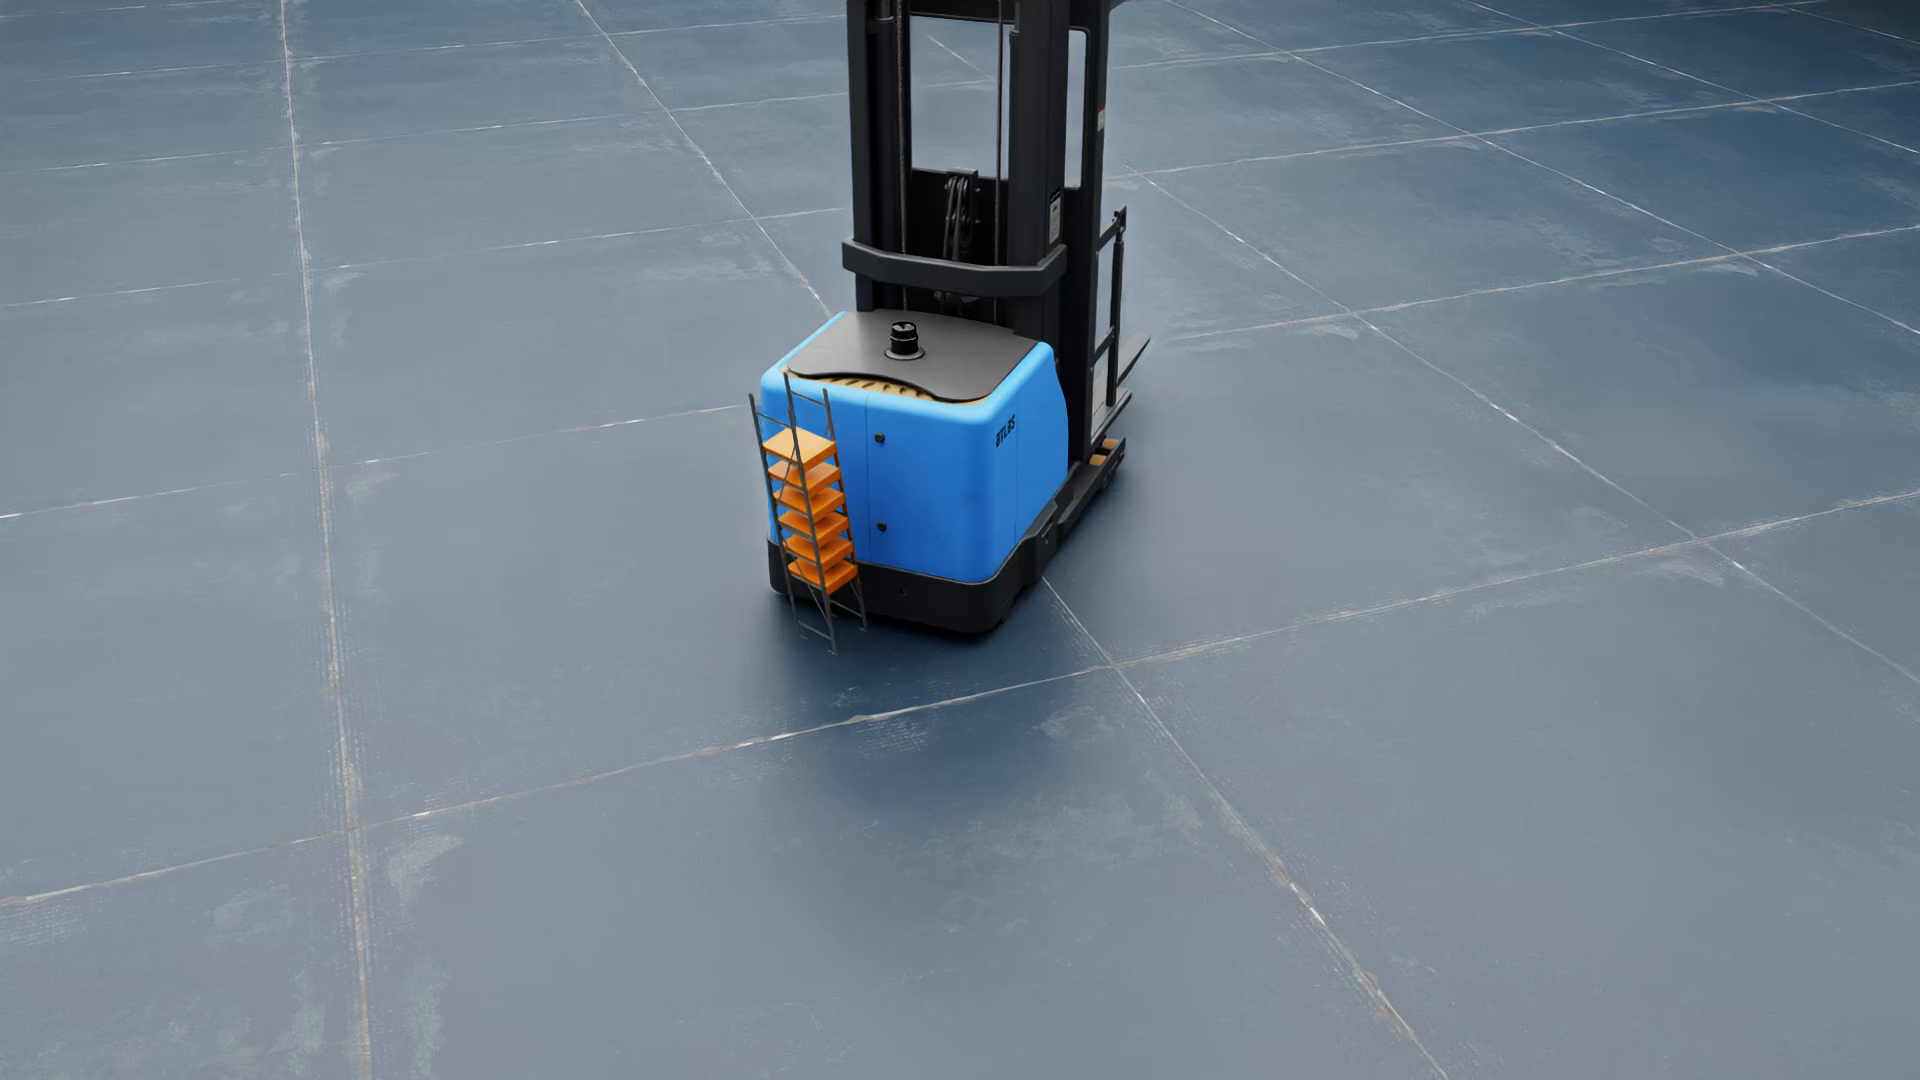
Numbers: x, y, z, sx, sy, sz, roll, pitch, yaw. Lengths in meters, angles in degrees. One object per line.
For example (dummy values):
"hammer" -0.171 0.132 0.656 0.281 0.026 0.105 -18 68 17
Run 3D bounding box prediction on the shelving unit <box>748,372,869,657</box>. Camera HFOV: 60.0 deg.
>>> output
"shelving unit" -0.595 -0.084 6.669 0.258 1.200 0.189 24 46 36

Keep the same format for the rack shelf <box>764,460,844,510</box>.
"rack shelf" -0.615 -0.241 6.554 0.258 0.103 0.180 24 46 36

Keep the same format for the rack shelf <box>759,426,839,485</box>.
"rack shelf" -0.627 -0.338 6.484 0.258 0.103 0.180 24 46 36

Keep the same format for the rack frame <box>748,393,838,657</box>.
"rack frame" -0.656 -0.039 6.617 0.240 1.200 0.006 24 46 36

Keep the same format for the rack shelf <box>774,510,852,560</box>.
"rack shelf" -0.591 -0.048 6.695 0.258 0.103 0.180 24 46 36

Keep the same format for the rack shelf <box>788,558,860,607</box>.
"rack shelf" -0.567 0.145 6.836 0.258 0.103 0.180 24 46 36

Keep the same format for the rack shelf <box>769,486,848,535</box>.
"rack shelf" -0.603 -0.145 6.625 0.258 0.103 0.180 24 46 36

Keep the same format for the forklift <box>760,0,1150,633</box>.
"forklift" 0.187 -1.598 7.593 1.130 2.935 3.031 11 32 19

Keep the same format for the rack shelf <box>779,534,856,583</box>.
"rack shelf" -0.579 0.048 6.765 0.258 0.103 0.180 24 46 36

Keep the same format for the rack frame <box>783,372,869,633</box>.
"rack frame" -0.535 -0.129 6.721 0.240 1.200 0.006 24 46 36
